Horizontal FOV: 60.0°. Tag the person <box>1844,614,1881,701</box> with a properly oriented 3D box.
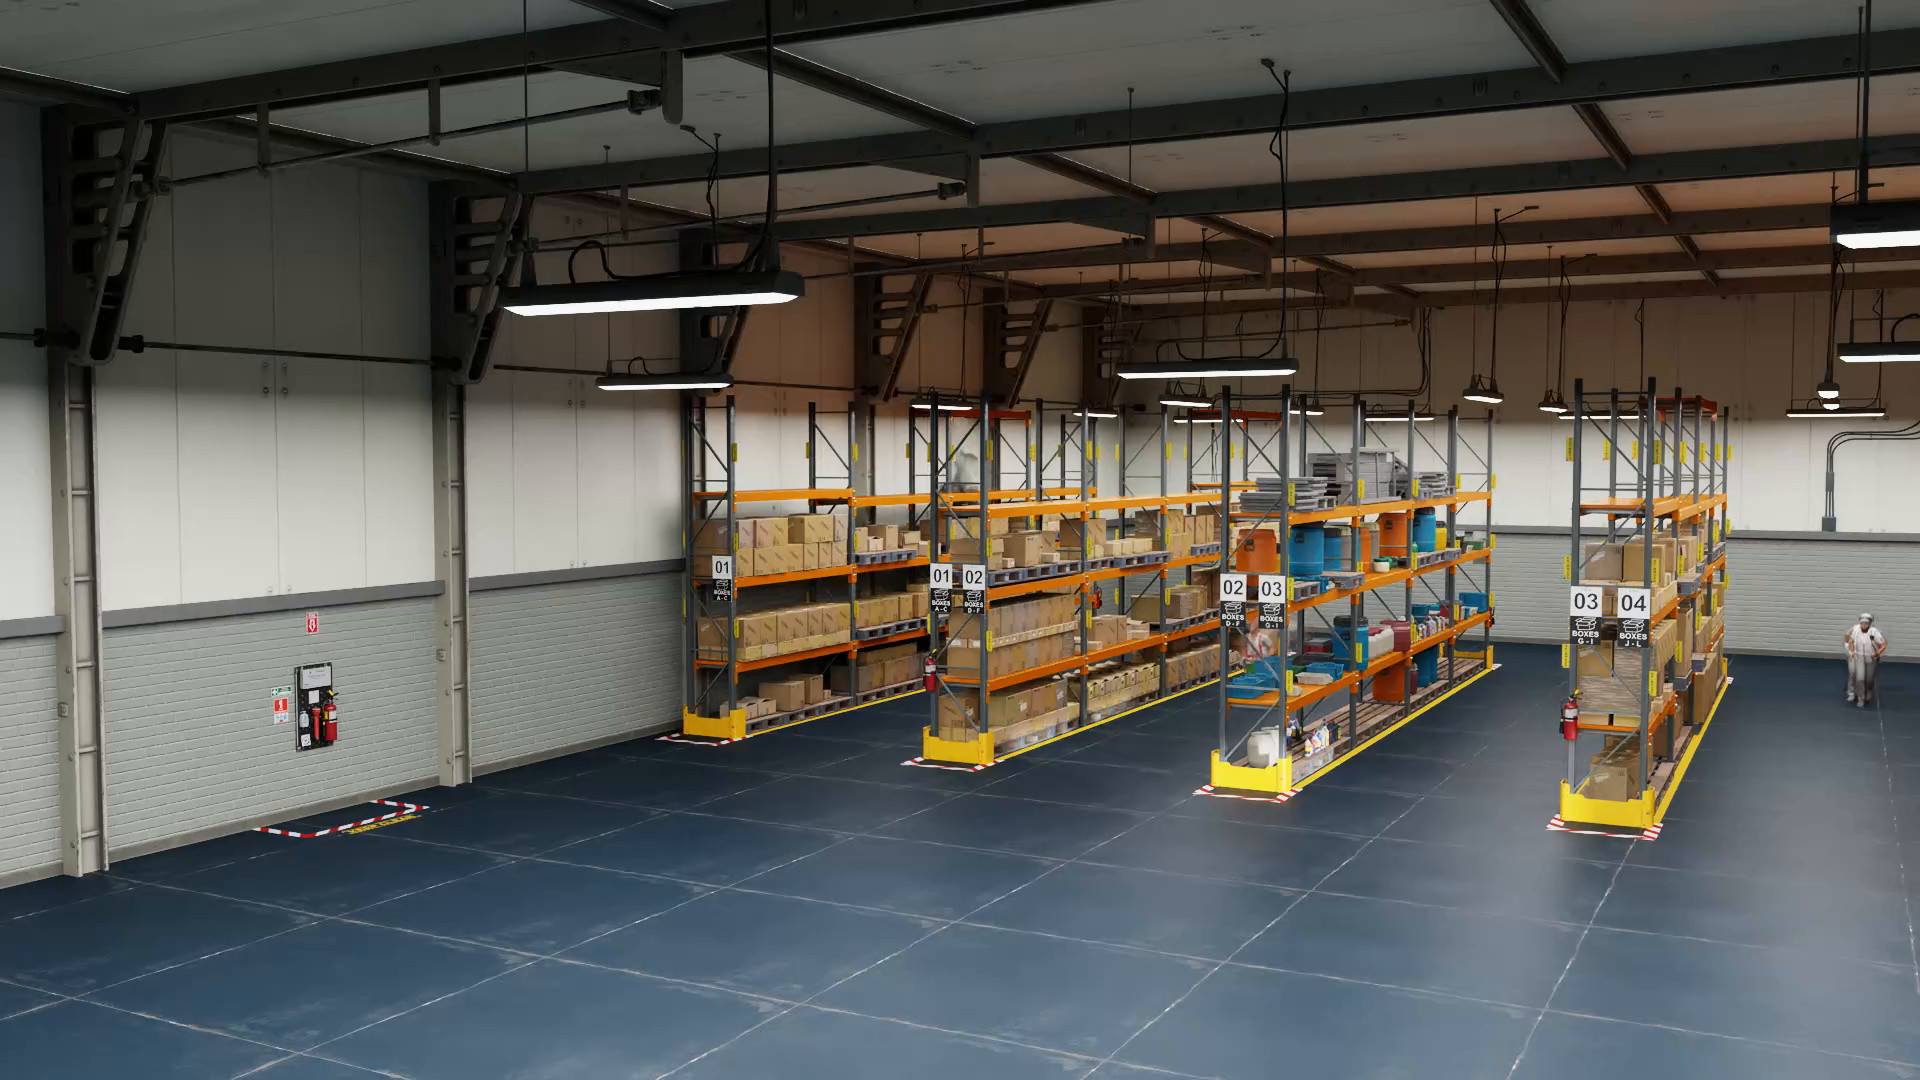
[{"bbox_3d":[18.311,2.368,33.729,0.725,1.763,0.873,2,4,34],"label":"person"}]

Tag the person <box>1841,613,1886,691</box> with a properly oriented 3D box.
[{"bbox_3d":[18.943,2.365,34.949,0.777,1.652,0.644,-1,3,-13],"label":"person"}]

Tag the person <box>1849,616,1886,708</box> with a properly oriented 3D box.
[{"bbox_3d":[17.953,2.394,32.922,0.657,1.818,0.813,2,4,35],"label":"person"}]

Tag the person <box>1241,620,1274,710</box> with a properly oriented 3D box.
[{"bbox_3d":[5.800,2.425,32.424,0.667,1.760,0.664,2,3,31],"label":"person"}]
